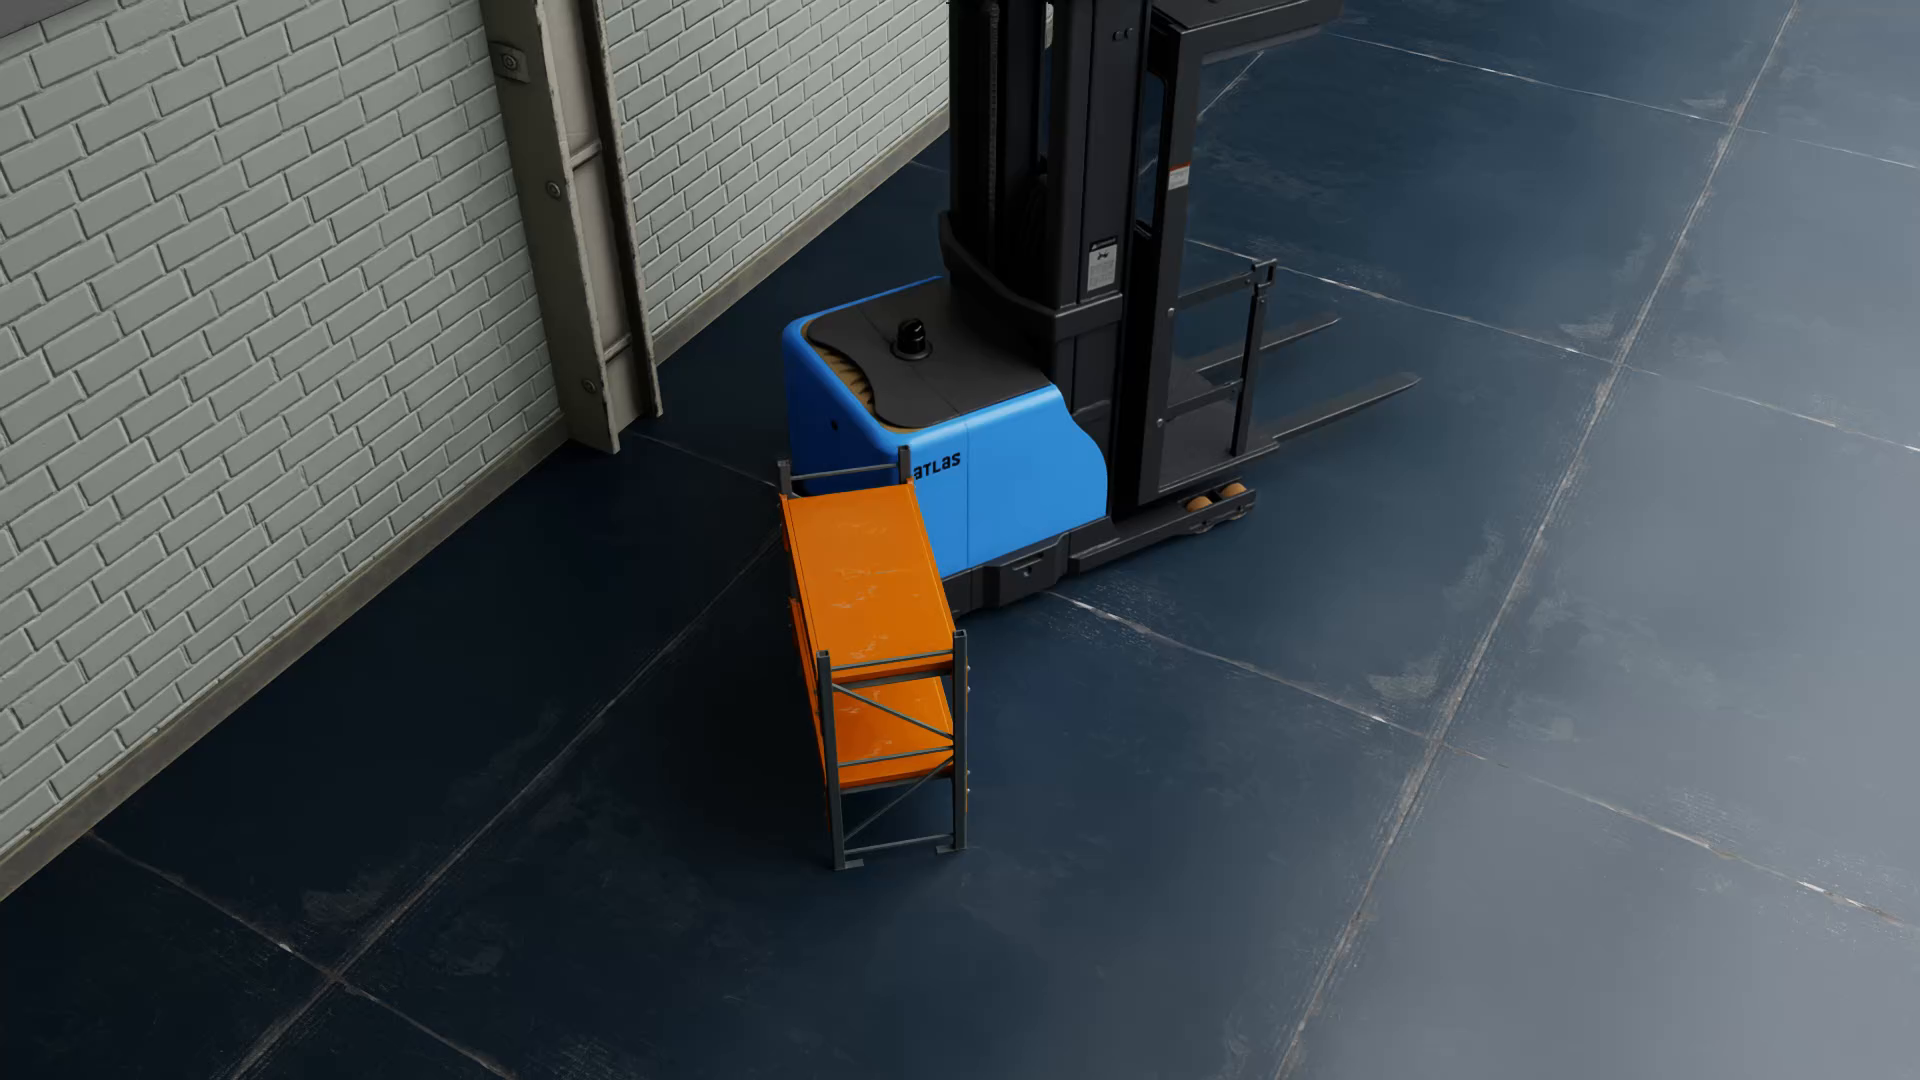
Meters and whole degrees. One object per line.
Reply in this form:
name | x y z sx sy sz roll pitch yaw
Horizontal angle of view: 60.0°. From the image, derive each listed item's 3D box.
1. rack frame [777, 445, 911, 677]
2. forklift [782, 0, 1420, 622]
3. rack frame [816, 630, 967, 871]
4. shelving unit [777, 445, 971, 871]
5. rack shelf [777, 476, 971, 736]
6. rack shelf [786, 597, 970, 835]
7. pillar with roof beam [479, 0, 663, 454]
rack frame | -0.434 0.105 6.595 0.500 1.125 0.032 -8 42 -9
forklift | 0.771 -1.414 6.954 3.031 2.935 1.130 -21 45 -22
rack frame | -0.225 0.763 5.848 0.500 1.125 0.032 -8 42 -9
shelving unit | -0.329 0.434 6.221 0.538 1.125 1.048 -8 42 -9
rack shelf | -0.329 0.214 6.028 0.538 0.278 1.000 -8 42 -9
rack shelf | -0.329 0.618 6.383 0.538 0.278 1.000 -8 42 -9
pillar with roof beam | 2.019 -2.529 3.629 9.100 9.000 0.400 21 45 22
